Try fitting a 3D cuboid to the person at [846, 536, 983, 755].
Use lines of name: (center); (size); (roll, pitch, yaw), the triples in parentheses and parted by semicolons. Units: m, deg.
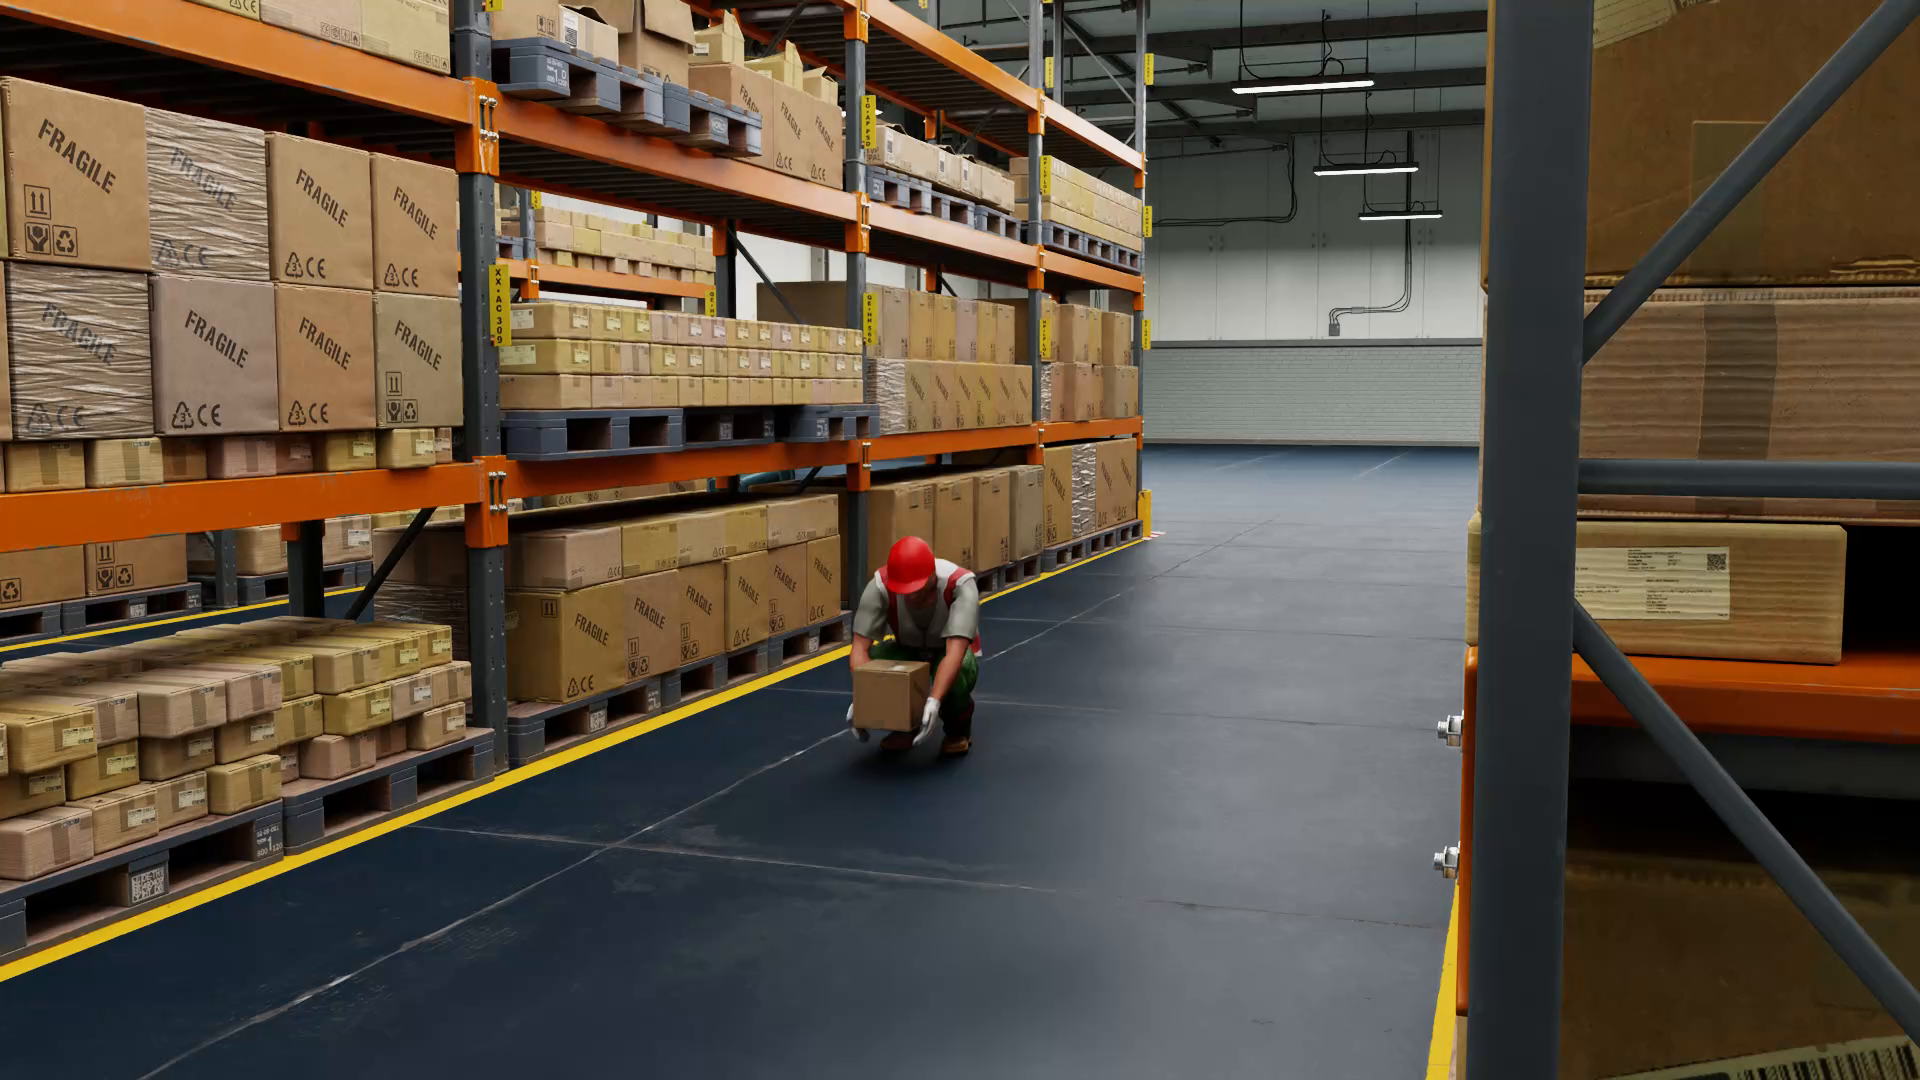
person: (-0.163, 0.455, 7.235); (0.570, 0.992, 0.869); (2, 5, 19)
